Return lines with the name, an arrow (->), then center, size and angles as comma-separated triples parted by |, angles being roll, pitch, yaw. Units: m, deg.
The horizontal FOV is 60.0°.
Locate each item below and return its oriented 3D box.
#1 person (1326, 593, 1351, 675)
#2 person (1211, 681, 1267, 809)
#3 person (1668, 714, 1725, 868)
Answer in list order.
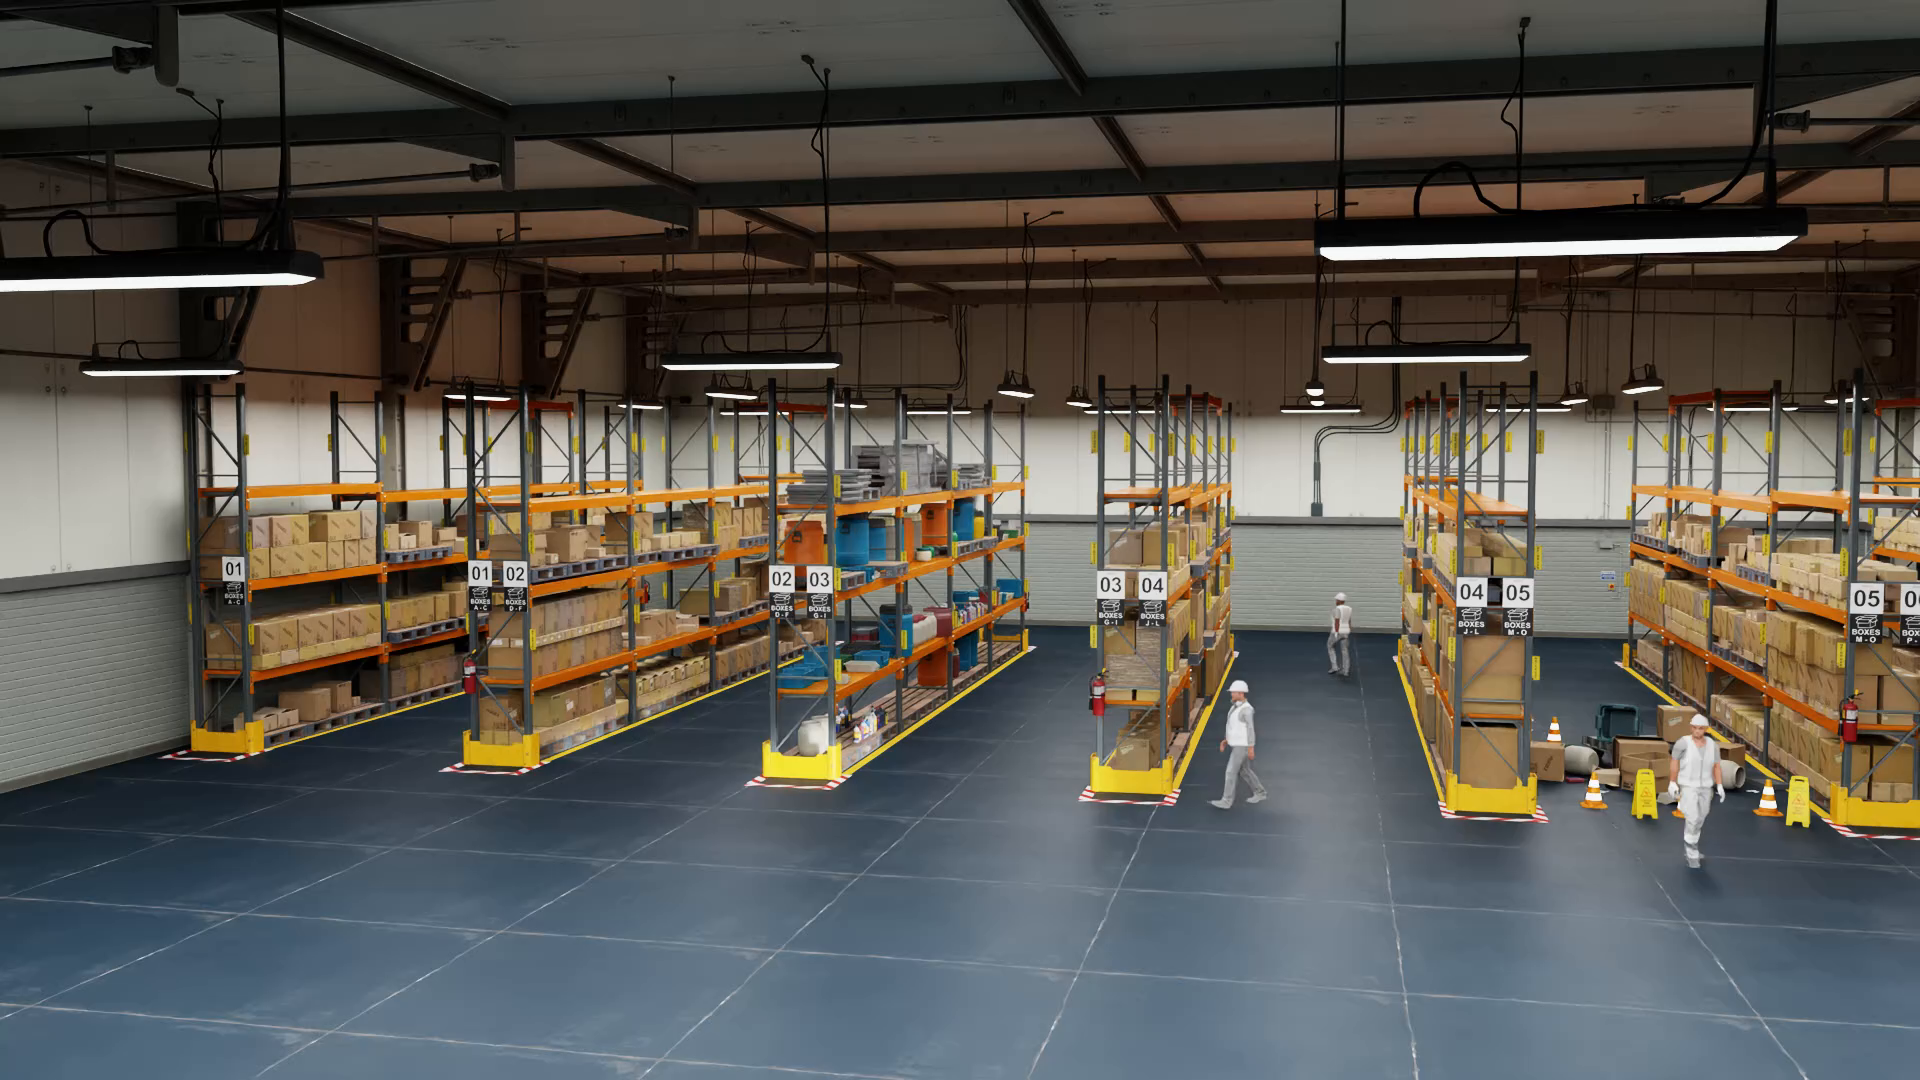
person -> 8.304, 2.051, 36.127 | 0.537, 1.794, 0.533 | -1, 3, -16
person -> 3.859, 2.820, 22.994 | 0.869, 1.759, 0.532 | 0, 3, -6
person -> 8.789, 3.007, 19.865 | 0.563, 1.876, 0.560 | 0, 3, -3
